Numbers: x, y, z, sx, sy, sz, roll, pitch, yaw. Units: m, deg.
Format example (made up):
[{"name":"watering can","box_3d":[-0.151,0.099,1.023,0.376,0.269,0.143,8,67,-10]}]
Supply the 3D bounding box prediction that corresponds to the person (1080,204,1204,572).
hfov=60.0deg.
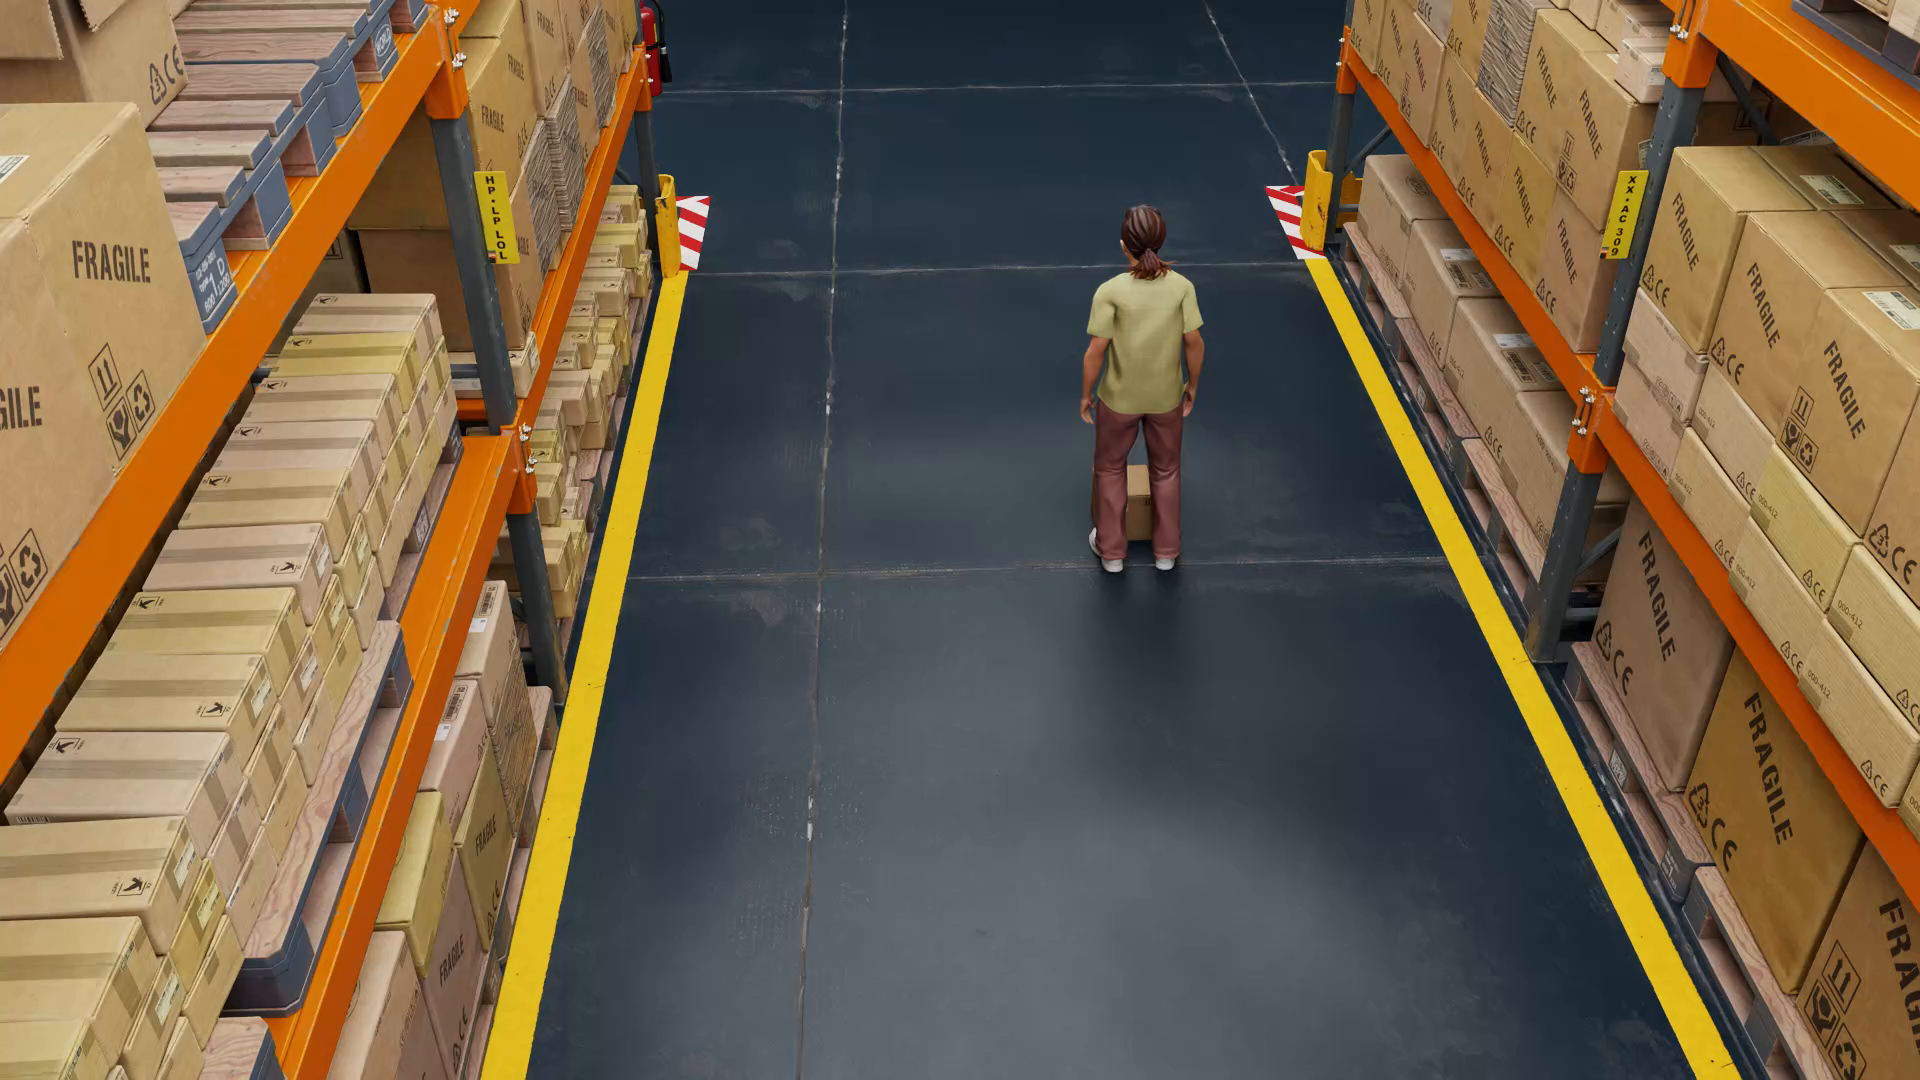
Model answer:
[{"name":"person","box_3d":[0.756,-0.606,7.001,0.521,1.672,0.363,-3,36,-5]}]
